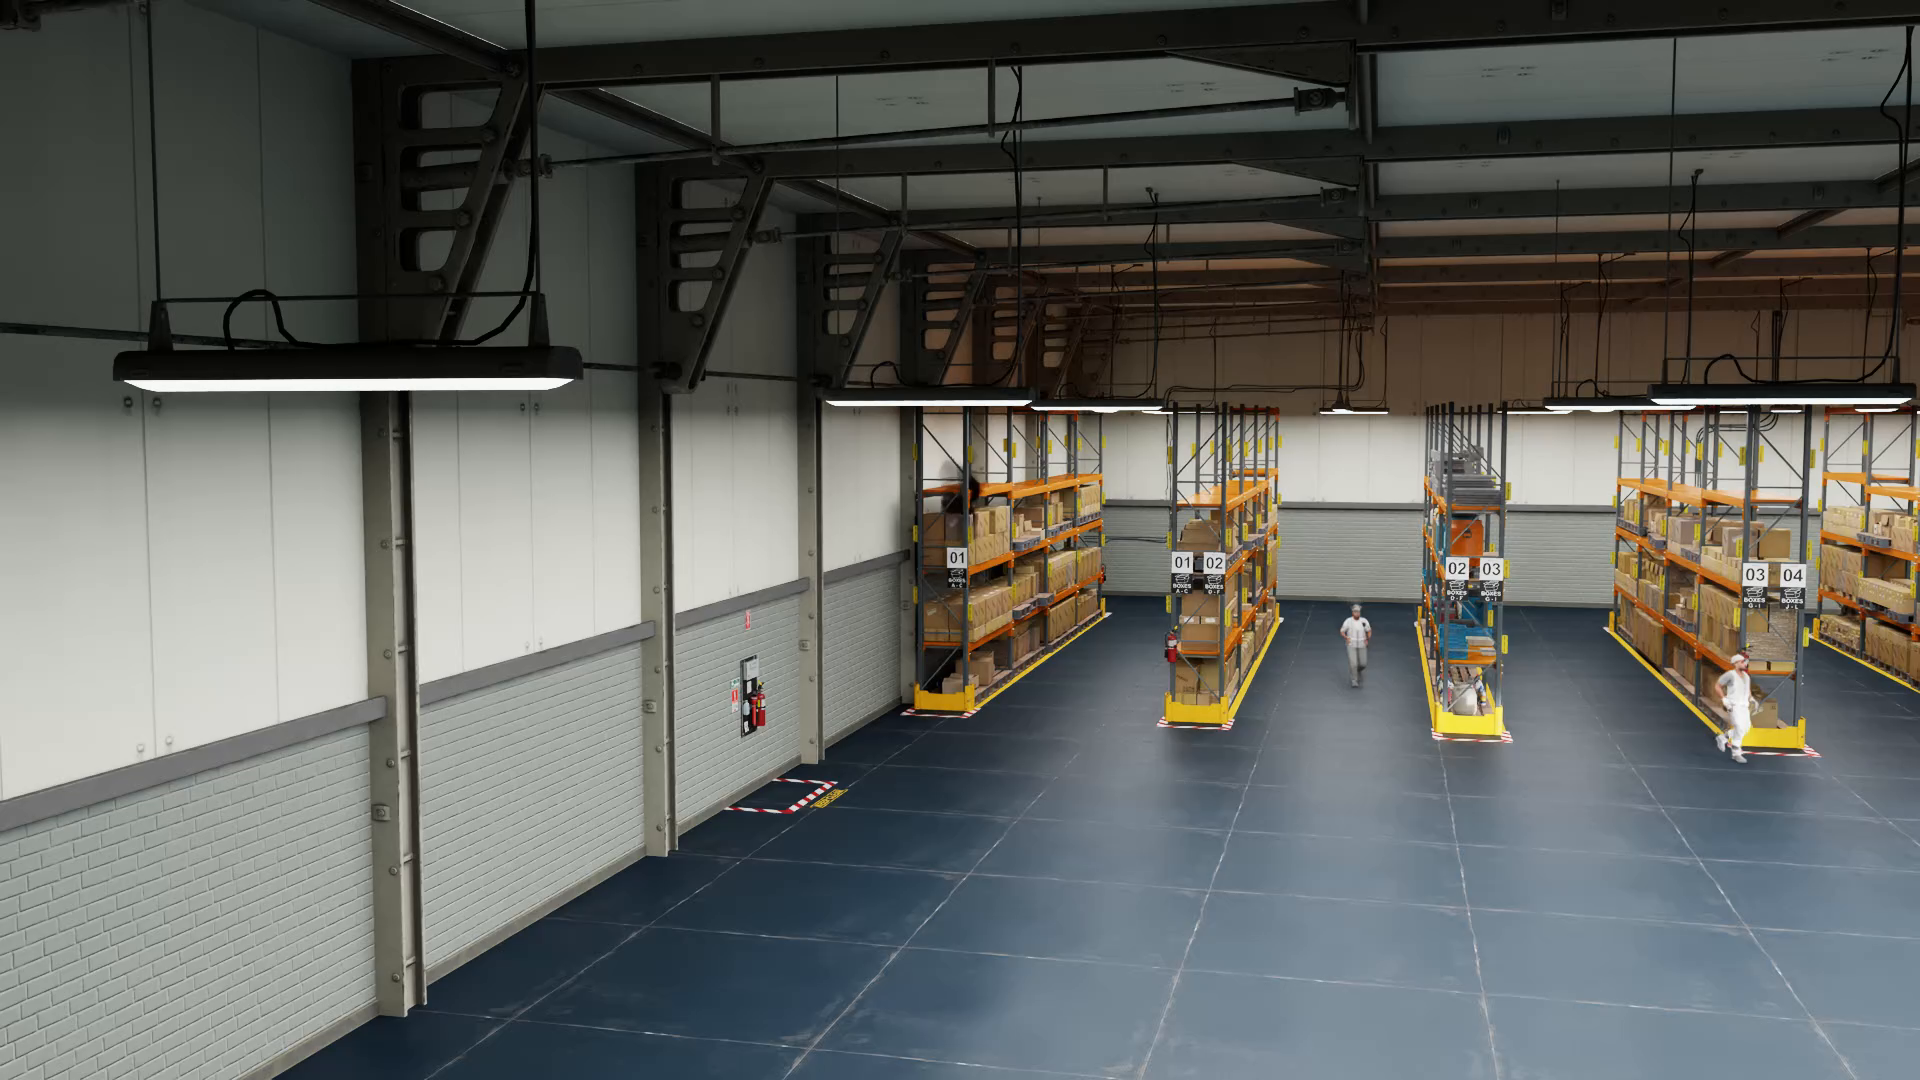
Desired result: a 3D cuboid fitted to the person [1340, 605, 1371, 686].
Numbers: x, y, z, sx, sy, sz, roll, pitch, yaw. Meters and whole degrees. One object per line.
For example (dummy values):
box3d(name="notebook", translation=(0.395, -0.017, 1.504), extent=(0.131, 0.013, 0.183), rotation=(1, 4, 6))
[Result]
box3d(name="person", translation=(8.437, 2.240, 35.384), extent=(0.659, 1.732, 0.600), rotation=(0, 4, 4))

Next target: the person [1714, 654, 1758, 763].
box3d(name="person", translation=(13.017, 2.802, 27.874), extent=(0.697, 1.754, 0.674), rotation=(-2, 5, -21))

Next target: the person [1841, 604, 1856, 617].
box3d(name="person", translation=(23.578, 1.578, 44.056), extent=(0.703, 1.774, 0.960), rotation=(-3, 5, -34))
